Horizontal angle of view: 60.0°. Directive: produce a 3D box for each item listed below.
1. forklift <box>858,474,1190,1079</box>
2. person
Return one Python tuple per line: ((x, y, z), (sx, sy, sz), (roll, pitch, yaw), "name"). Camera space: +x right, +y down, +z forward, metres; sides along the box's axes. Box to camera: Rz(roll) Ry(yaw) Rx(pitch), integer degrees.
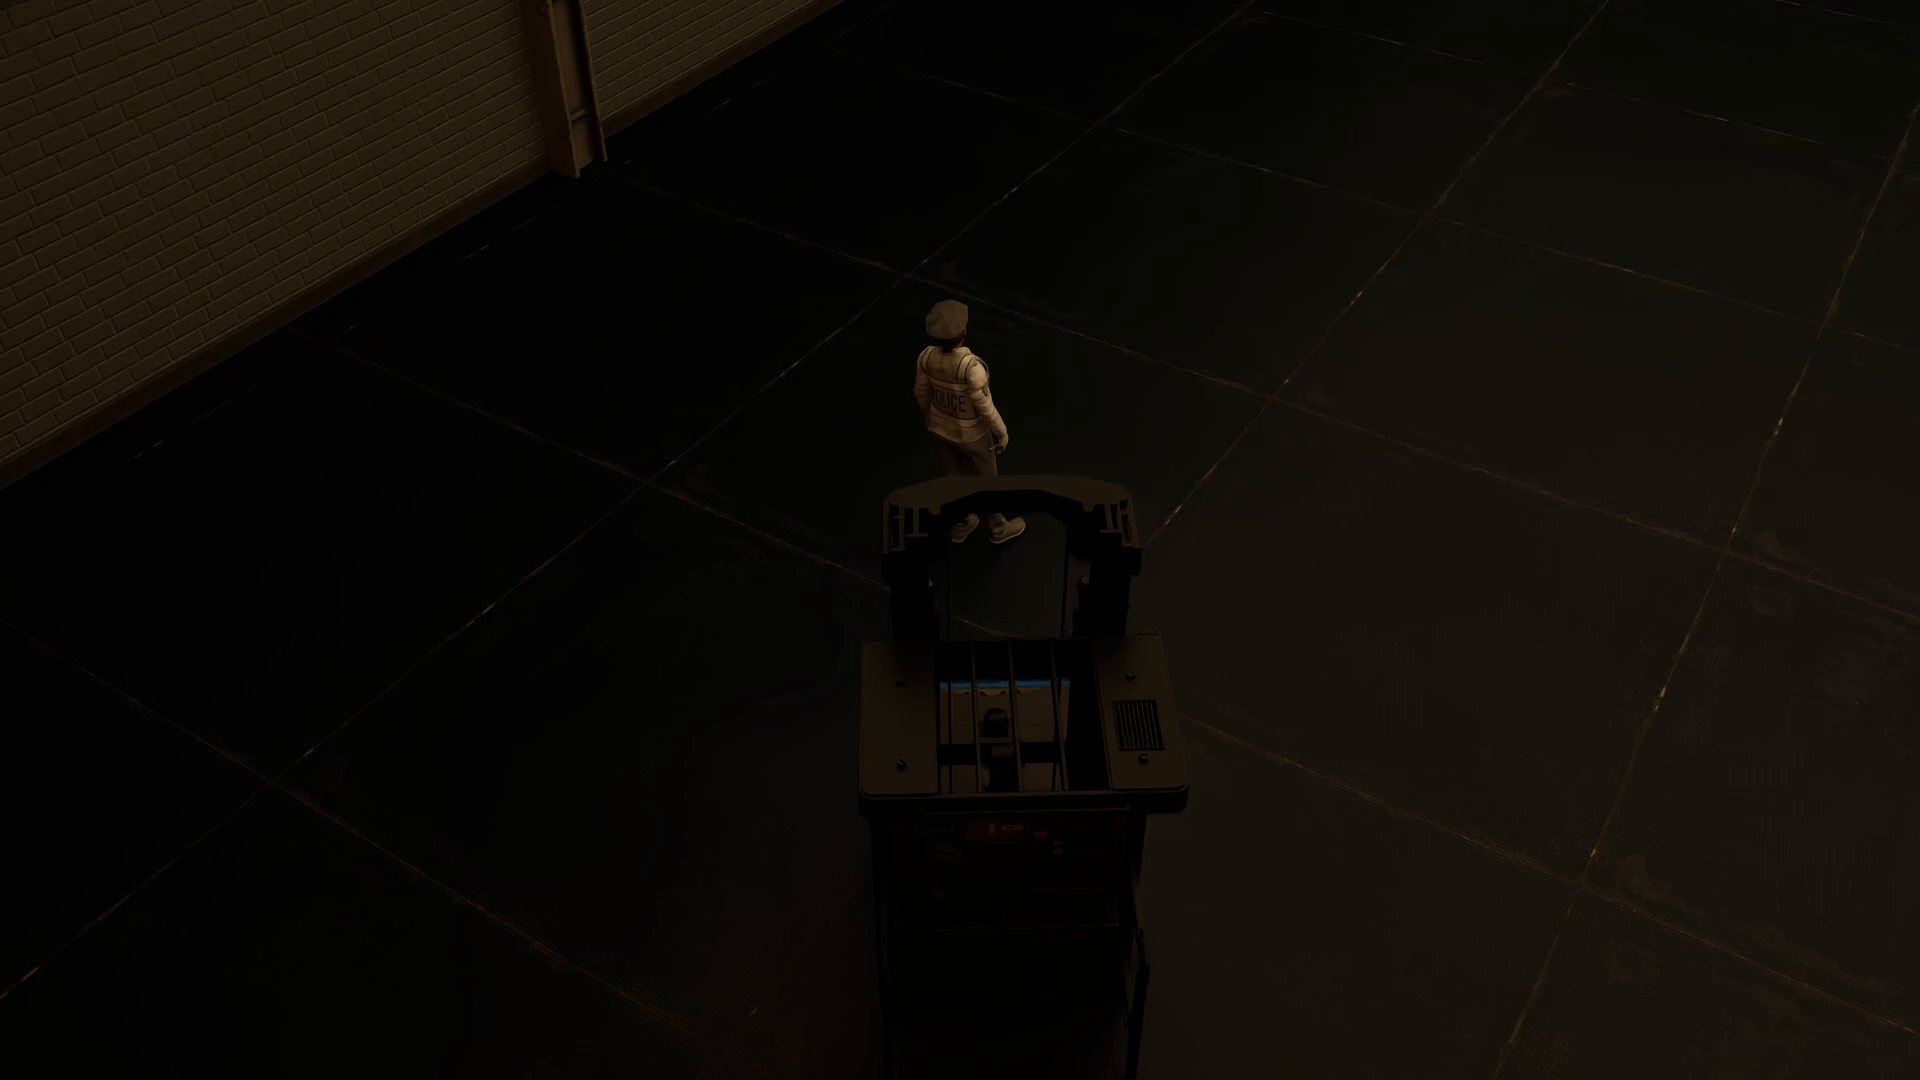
((0.196, 1.316, 6.414), (1.130, 2.935, 3.031), (-1, 40, -1), "forklift")
((0.042, -0.687, 9.723), (0.588, 1.695, 0.531), (22, 45, 24), "person")
